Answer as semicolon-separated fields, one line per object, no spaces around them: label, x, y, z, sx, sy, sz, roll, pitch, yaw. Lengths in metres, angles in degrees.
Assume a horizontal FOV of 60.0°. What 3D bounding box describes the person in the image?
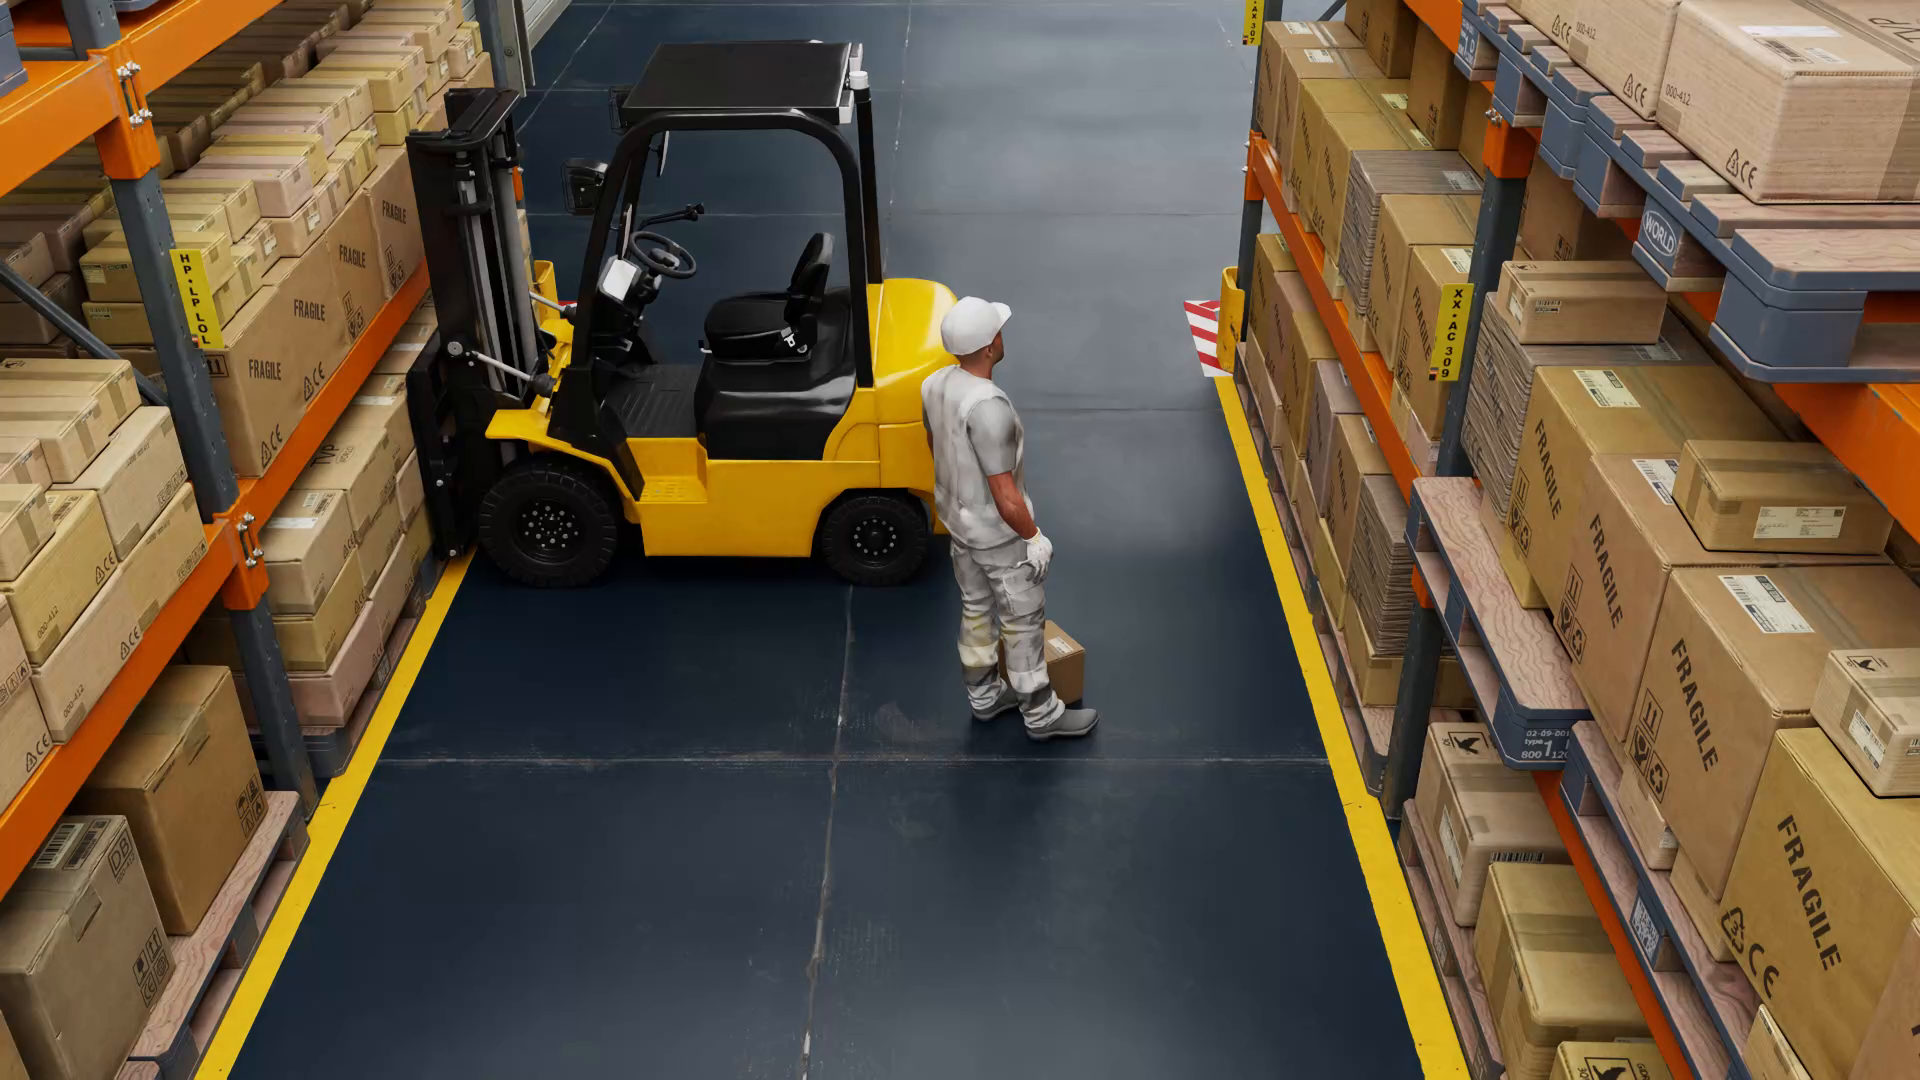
person;0.179;-0.081;6.226;0.562;1.790;0.637;-16;35;-25
